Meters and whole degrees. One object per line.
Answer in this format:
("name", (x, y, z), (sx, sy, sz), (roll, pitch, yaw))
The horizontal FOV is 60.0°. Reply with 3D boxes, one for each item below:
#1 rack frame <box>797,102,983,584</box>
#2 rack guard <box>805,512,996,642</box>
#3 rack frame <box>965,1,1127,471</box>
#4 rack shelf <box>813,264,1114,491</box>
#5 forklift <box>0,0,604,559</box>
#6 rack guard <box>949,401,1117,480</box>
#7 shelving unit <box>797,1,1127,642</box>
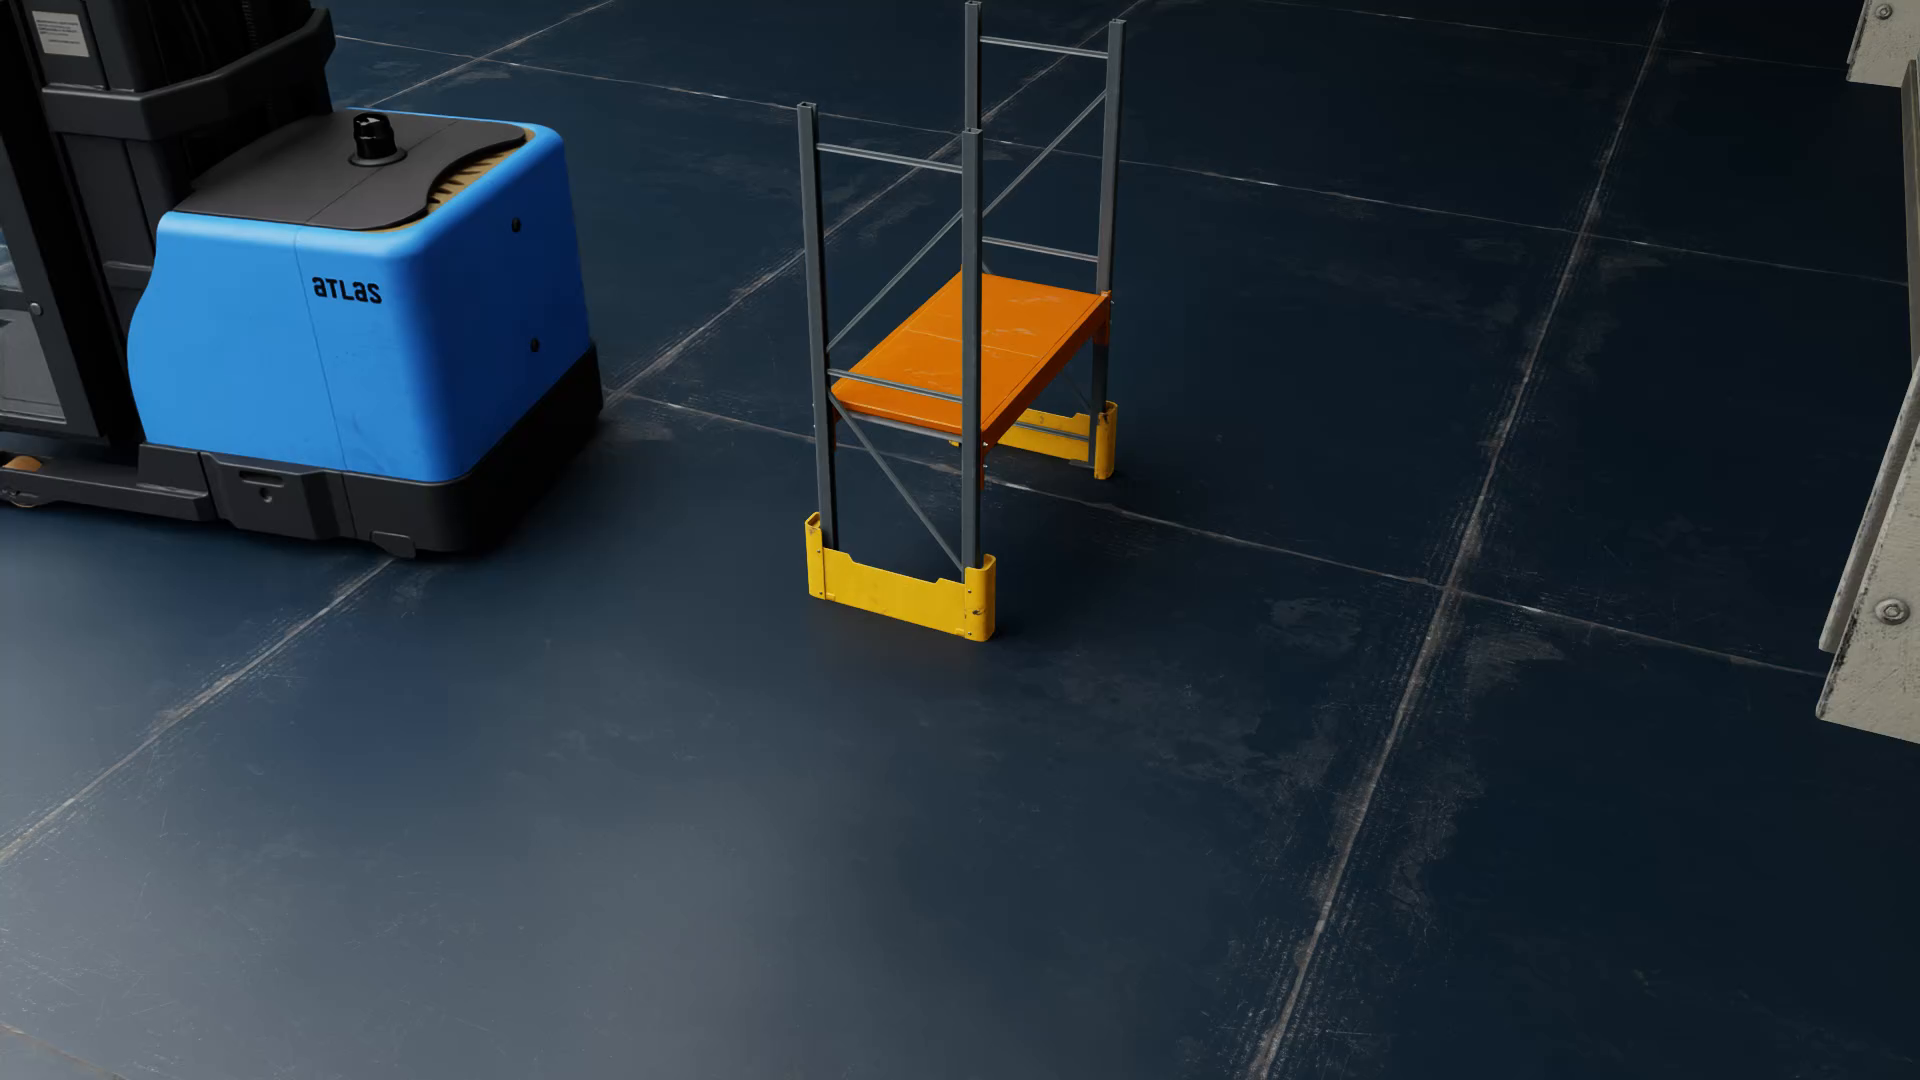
("rack frame", (-0.177, -0.417, 4.517), (0.500, 1.500, 0.032), (14, 36, 20))
("rack guard", (-0.176, 0.106, 4.861), (0.587, 0.250, 0.087), (14, 36, 20))
("rack frame", (0.248, -0.923, 5.290), (0.500, 1.500, 0.032), (14, 36, 20))
("rack shelf", (0.036, -0.519, 5.002), (0.538, 0.185, 1.000), (14, 36, 20))
("forklift", (-2.824, -1.600, 5.017), (3.031, 2.935, 1.130), (8, 34, 12))
("rack guard", (0.240, -0.391, 5.618), (0.587, 0.250, 0.087), (14, 36, 20))
("shelving unit", (0.032, -0.665, 4.897), (0.587, 1.500, 1.083), (14, 36, 20))
